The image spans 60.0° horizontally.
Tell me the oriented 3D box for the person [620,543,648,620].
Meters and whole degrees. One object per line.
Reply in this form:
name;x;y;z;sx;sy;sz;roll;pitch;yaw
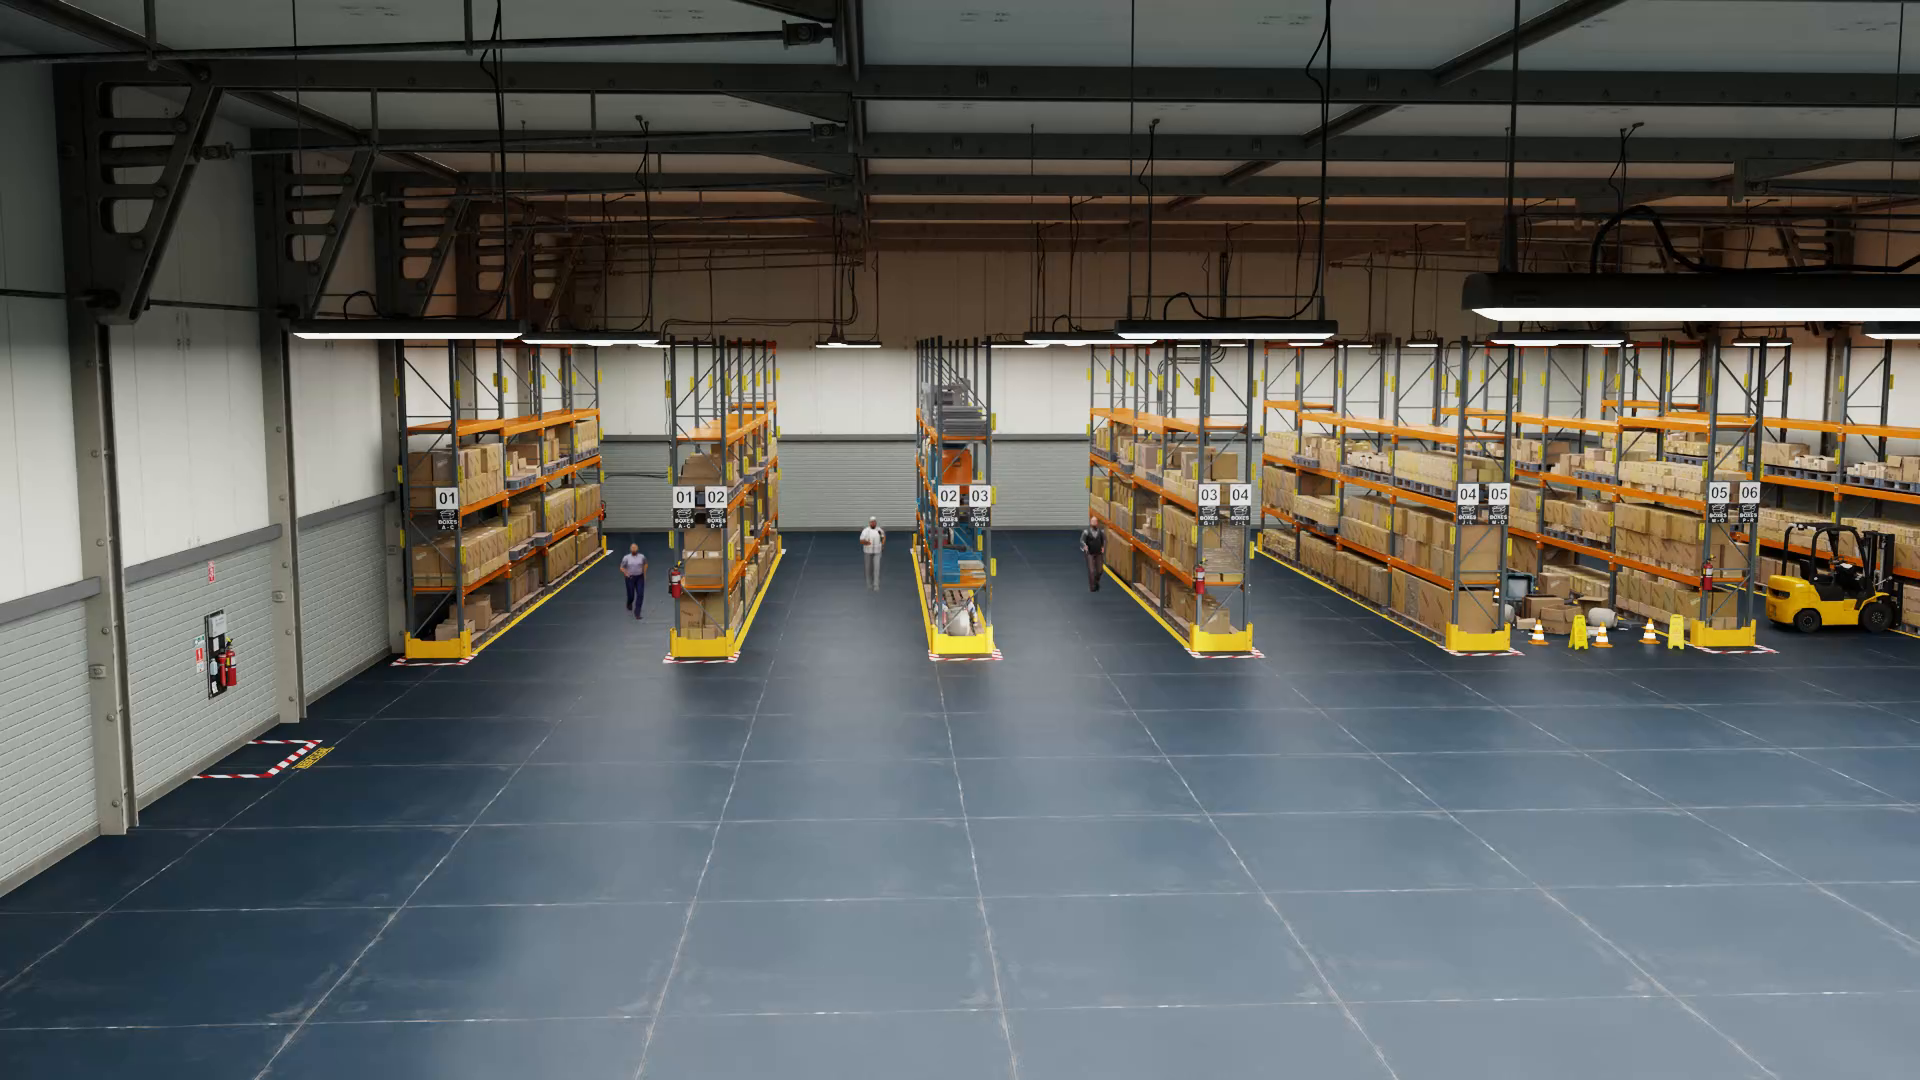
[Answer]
person;-6.992;0.871;35.754;0.607;1.630;0.779;-2;7;-20

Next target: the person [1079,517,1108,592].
person;3.031;0.340;37.566;0.656;1.686;0.561;0;6;-3

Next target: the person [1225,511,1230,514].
person;6.861;0.023;42.582;0.663;1.747;0.731;-1;7;-12

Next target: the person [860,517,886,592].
person;-1.968;0.329;37.699;0.612;1.724;0.838;-1;7;-7
